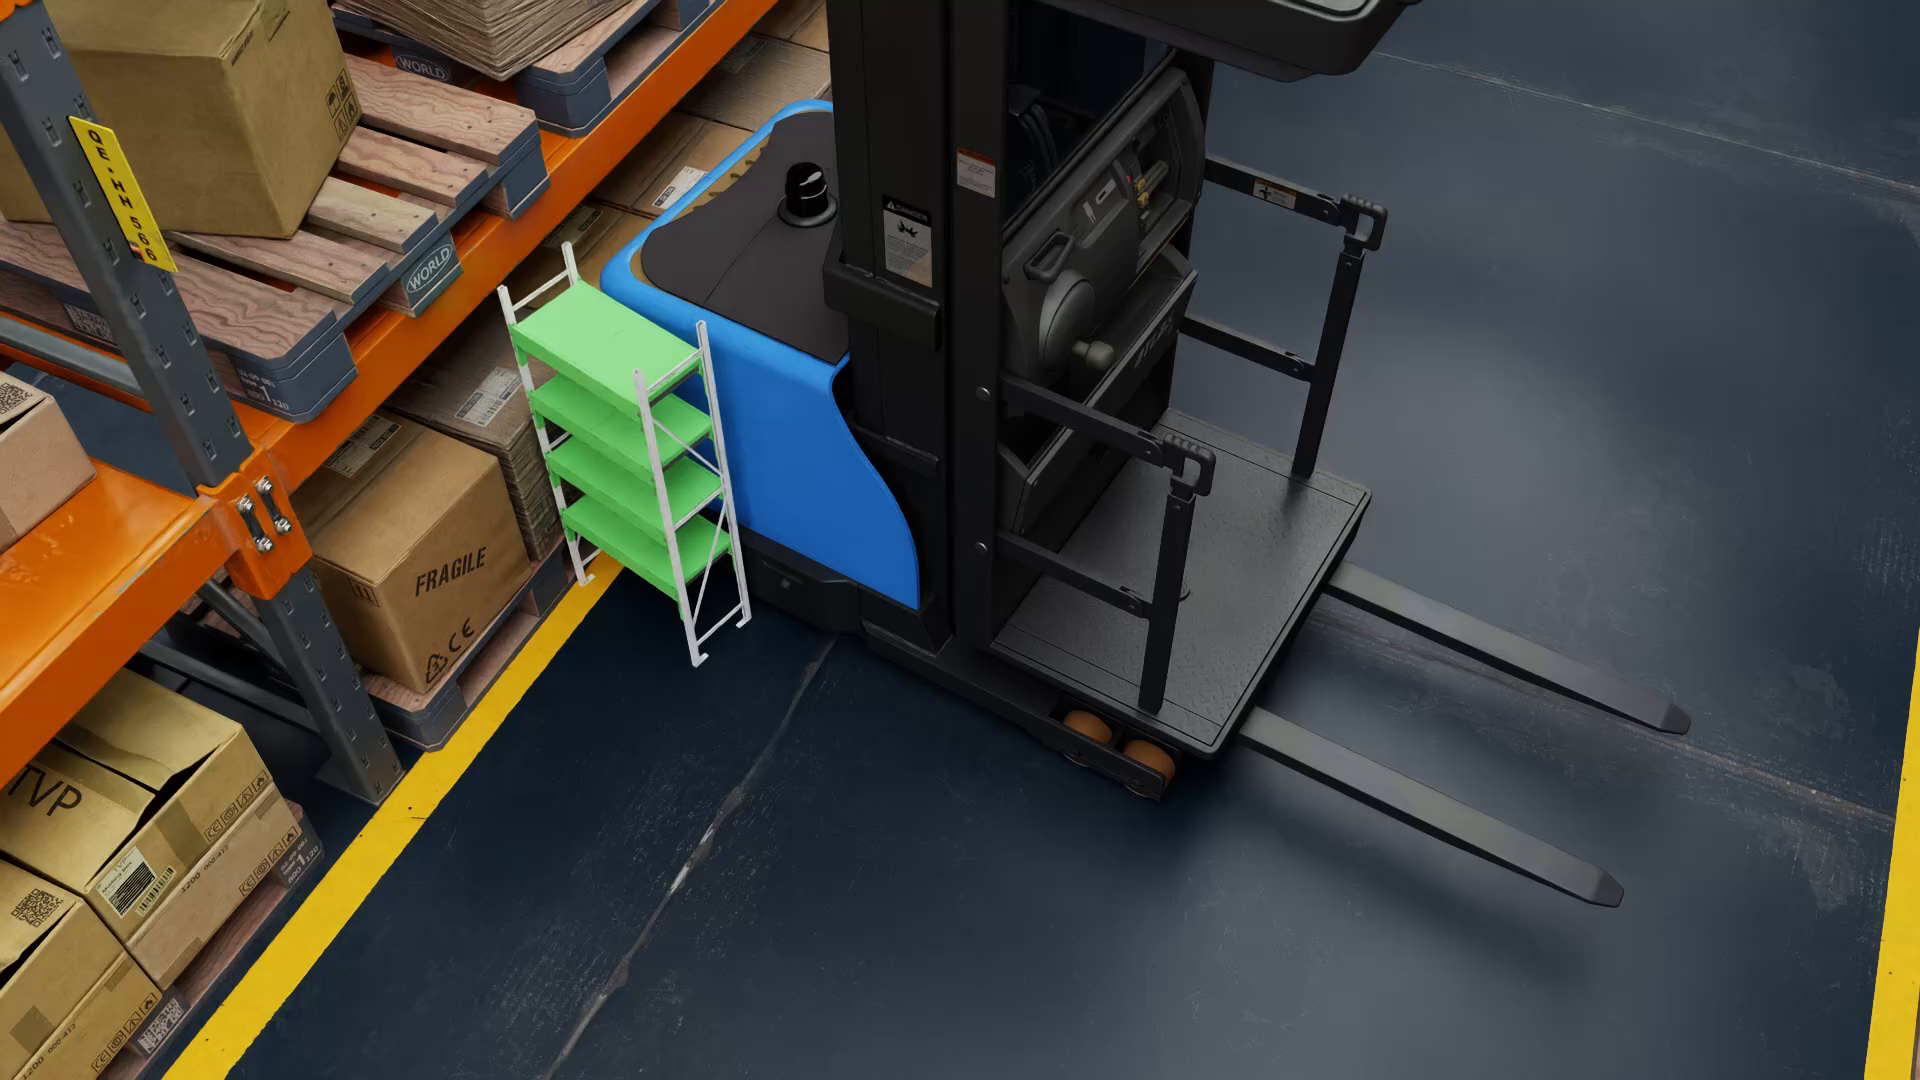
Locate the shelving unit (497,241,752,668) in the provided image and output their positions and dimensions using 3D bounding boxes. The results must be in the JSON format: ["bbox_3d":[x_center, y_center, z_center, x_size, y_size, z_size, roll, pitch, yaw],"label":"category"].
[{"bbox_3d":[-0.904,-0.201,4.633,0.503,1.200,0.258,31,56,24],"label":"shelving unit"}]

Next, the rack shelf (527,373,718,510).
[{"bbox_3d":[-0.904,-0.315,4.499,0.480,0.148,0.258,31,56,24],"label":"rack shelf"}]

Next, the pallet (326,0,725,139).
[{"bbox_3d":[-1.211,-1.711,4.862,1.003,0.211,1.213,20,52,16],"label":"pallet"}]

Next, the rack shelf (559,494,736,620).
[{"bbox_3d":[-0.904,-0.004,4.864,0.480,0.148,0.258,31,56,24],"label":"rack shelf"}]

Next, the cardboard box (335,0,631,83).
[{"bbox_3d":[-1.307,-1.639,4.334,0.700,0.500,0.500,29,56,23],"label":"cardboard box"}]

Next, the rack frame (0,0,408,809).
[{"bbox_3d":[-2.037,-0.432,3.648,1.000,3.000,0.127,20,52,16],"label":"rack frame"}]

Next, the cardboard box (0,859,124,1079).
[{"bbox_3d":[-2.255,0.942,3.641,0.500,0.311,0.500,19,52,16],"label":"cardboard box"}]

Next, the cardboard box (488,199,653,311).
[{"bbox_3d":[-1.147,-0.691,5.221,0.500,0.500,0.500,19,52,16],"label":"cardboard box"}]

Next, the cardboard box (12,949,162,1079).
[{"bbox_3d":[-2.258,1.120,3.857,0.500,0.250,0.500,19,52,16],"label":"cardboard box"}]

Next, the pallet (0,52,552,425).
[{"bbox_3d":[-1.811,-0.860,4.138,1.213,0.211,1.003,20,52,16],"label":"pallet"}]

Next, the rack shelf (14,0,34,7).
[{"bbox_3d":[-1.183,-2.549,3.952,1.077,0.370,4.000,20,52,16],"label":"rack shelf"}]

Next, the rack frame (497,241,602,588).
[{"bbox_3d":[-1.094,-0.317,4.732,0.015,1.200,0.240,31,56,24],"label":"rack frame"}]

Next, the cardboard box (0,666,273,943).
[{"bbox_3d":[-2.038,0.582,3.947,0.500,0.311,0.500,21,53,17],"label":"cardboard box"}]

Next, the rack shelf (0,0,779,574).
[{"bbox_3d":[-1.183,-1.576,5.094,1.077,0.370,4.000,20,52,16],"label":"rack shelf"}]

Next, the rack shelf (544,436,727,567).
[{"bbox_3d":[-0.904,-0.159,4.682,0.480,0.148,0.258,31,56,24],"label":"rack shelf"}]

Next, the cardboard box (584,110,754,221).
[{"bbox_3d":[-0.929,-1.052,5.528,0.500,0.500,0.500,18,52,15],"label":"cardboard box"}]

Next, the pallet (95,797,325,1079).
[{"bbox_3d":[-2.424,1.025,4.239,1.003,0.211,1.213,20,52,16],"label":"pallet"}]

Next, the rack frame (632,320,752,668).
[{"bbox_3d":[-0.713,-0.085,4.534,0.015,1.200,0.240,31,56,24],"label":"rack frame"}]

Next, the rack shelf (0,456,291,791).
[{"bbox_3d":[-2.892,1.178,2.750,1.077,0.370,4.000,20,52,16],"label":"rack shelf"}]

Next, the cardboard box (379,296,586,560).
[{"bbox_3d":[-1.366,-0.348,4.929,0.500,0.500,0.500,18,52,15],"label":"cardboard box"}]

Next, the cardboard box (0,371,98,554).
[{"bbox_3d":[-2.232,-0.167,3.481,0.500,0.311,0.500,23,53,18],"label":"cardboard box"}]

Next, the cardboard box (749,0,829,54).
[{"bbox_3d":[-0.499,-1.749,6.121,0.500,0.500,0.500,20,52,16],"label":"cardboard box"}]

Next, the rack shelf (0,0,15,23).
[{"bbox_3d":[-2.892,0.206,1.608,1.077,0.370,4.000,20,52,16],"label":"rack shelf"}]

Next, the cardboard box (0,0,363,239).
[{"bbox_3d":[-1.870,-1.071,3.851,0.700,0.500,0.500,4,50,4],"label":"cardboard box"}]

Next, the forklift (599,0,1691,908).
[{"bbox_3d":[0.534,-0.701,3.922,3.031,2.935,1.130,25,54,20],"label":"forklift"}]

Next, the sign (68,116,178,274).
[{"bbox_3d":[-1.534,-0.629,3.056,0.100,0.325,0.005,20,52,16],"label":"sign"}]

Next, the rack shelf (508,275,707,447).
[{"bbox_3d":[-0.904,-0.470,4.316,0.480,0.148,0.258,31,56,24],"label":"rack shelf"}]

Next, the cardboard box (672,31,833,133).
[{"bbox_3d":[-0.713,-1.403,5.827,0.500,0.500,0.500,20,53,17],"label":"cardboard box"}]

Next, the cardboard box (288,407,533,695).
[{"bbox_3d":[-1.584,0.015,4.620,0.500,0.500,0.500,22,53,18],"label":"cardboard box"}]

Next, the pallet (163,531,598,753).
[{"bbox_3d":[-1.684,-0.031,5.137,1.003,0.211,1.213,20,52,16],"label":"pallet"}]

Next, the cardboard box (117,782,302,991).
[{"bbox_3d":[-2.041,0.764,4.160,0.500,0.250,0.500,21,53,17],"label":"cardboard box"}]
